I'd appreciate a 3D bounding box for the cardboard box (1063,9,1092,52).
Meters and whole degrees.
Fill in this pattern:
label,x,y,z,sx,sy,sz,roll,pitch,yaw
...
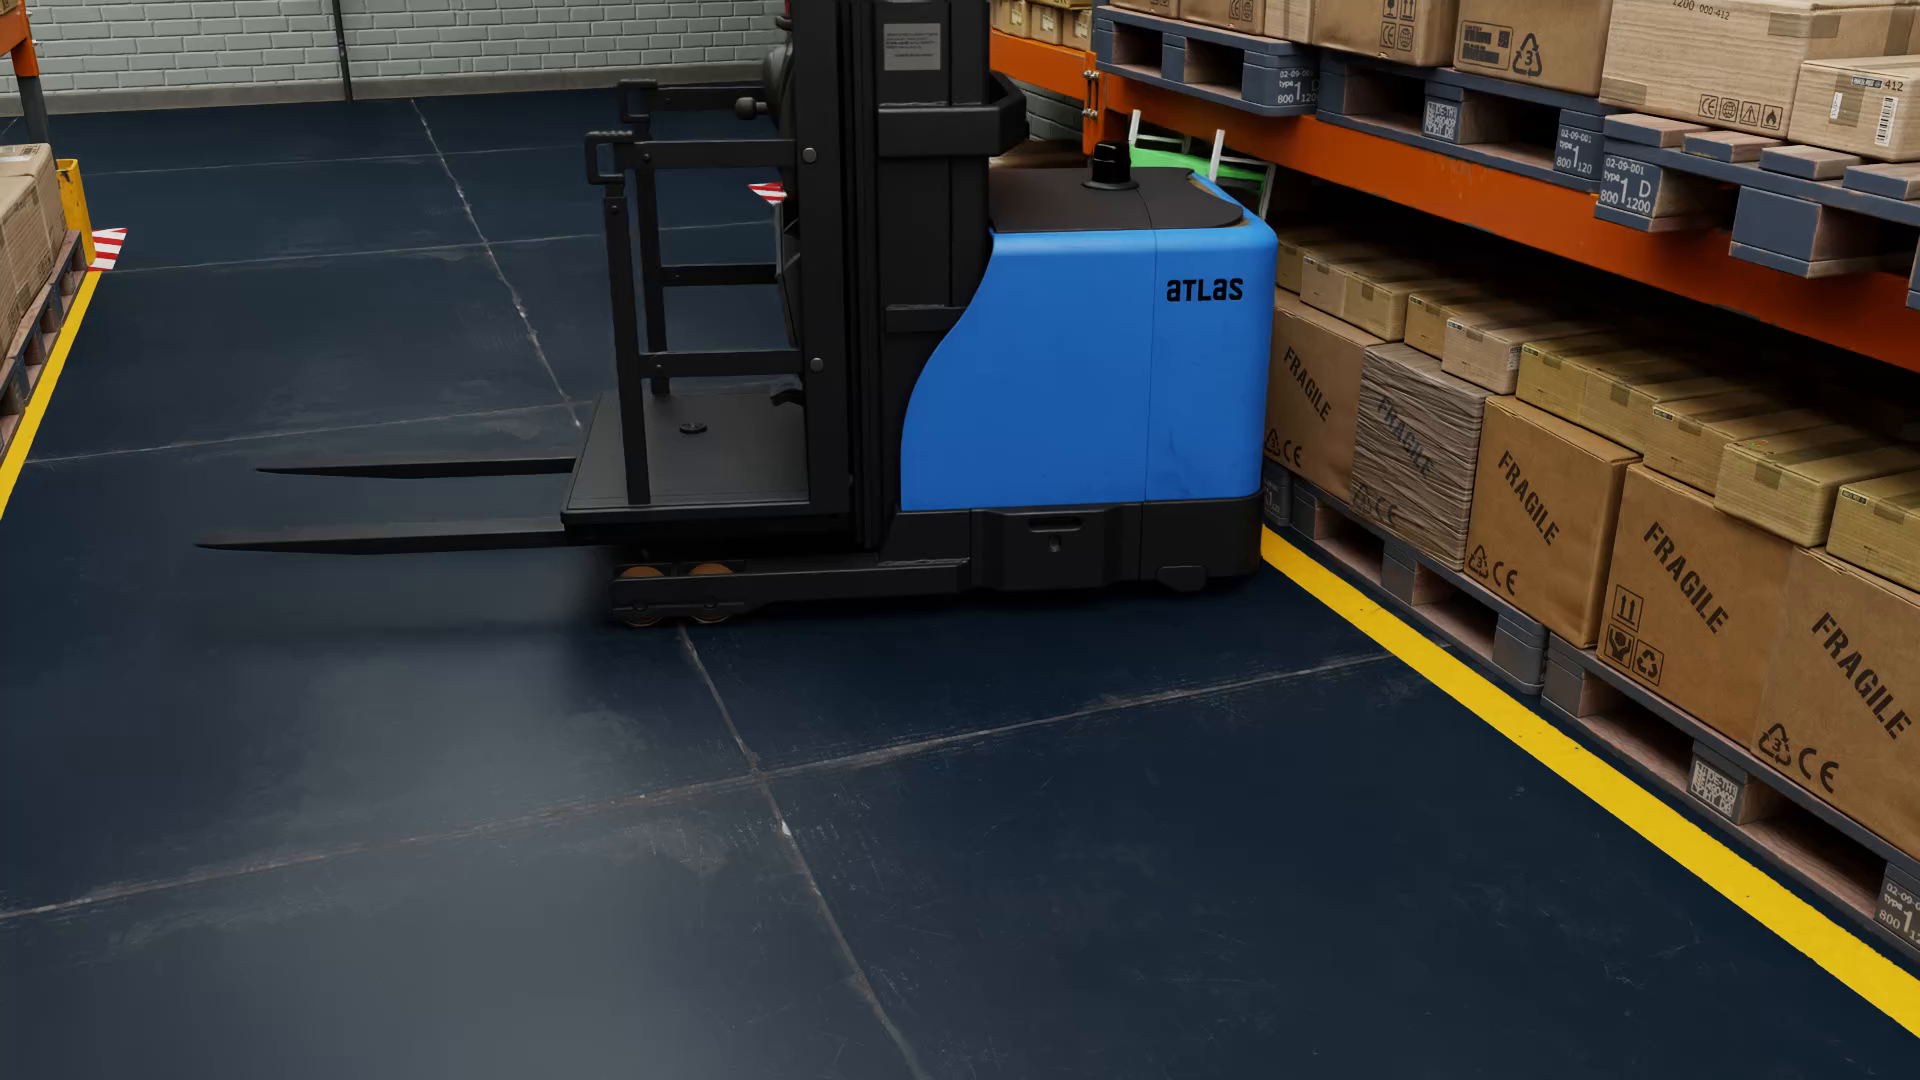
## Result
label,x,y,z,sx,sy,sz,roll,pitch,yaw
cardboard box,0.616,-1.961,6.364,0.380,0.149,0.250,-8,24,-18

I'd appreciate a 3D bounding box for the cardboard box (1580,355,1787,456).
label,x,y,z,sx,sy,sz,roll,pitch,yaw
cardboard box,1.739,-0.326,4.004,0.380,0.149,0.250,-8,24,-17

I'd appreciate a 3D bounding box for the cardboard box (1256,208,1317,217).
label,x,y,z,sx,sy,sz,roll,pitch,yaw
cardboard box,1.013,-1.079,5.791,0.380,0.149,0.250,-9,24,-20

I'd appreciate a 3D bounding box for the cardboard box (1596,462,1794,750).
label,x,y,z,sx,sy,sz,roll,pitch,yaw
cardboard box,1.861,0.109,3.807,0.500,0.500,0.500,-9,24,-20

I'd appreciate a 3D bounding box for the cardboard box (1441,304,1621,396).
label,x,y,z,sx,sy,sz,roll,pitch,yaw
cardboard box,1.525,-0.513,4.448,0.380,0.149,0.250,-10,25,-22

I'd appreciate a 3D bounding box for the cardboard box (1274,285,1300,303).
label,x,y,z,sx,sy,sz,roll,pitch,yaw
cardboard box,1.123,-0.638,5.580,0.500,0.500,0.500,-9,24,-20

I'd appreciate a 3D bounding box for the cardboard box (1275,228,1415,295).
label,x,y,z,sx,sy,sz,roll,pitch,yaw
cardboard box,1.224,-0.890,5.341,0.380,0.149,0.250,-9,24,-20

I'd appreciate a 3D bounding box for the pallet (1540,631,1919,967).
label,x,y,z,sx,sy,sz,roll,pitch,yaw
pallet,2.150,0.466,3.872,1.003,0.211,1.213,-8,24,-19

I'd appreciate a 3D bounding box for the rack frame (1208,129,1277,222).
label,x,y,z,sx,sy,sz,roll,pitch,yaw
rack frame,0.810,-0.696,5.340,0.240,1.200,0.015,-1,20,-28

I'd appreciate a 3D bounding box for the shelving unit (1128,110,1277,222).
label,x,y,z,sx,sy,sz,roll,pitch,yaw
shelving unit,0.703,-0.779,5.543,0.258,1.200,0.503,-1,20,-28

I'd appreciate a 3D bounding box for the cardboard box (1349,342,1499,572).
label,x,y,z,sx,sy,sz,roll,pitch,yaw
cardboard box,1.472,-0.267,4.699,0.500,0.500,0.500,-9,25,-21

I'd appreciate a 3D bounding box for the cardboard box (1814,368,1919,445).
label,x,y,z,sx,sy,sz,roll,pitch,yaw
cardboard box,2.254,-0.294,3.929,0.380,0.149,0.250,-8,24,-18

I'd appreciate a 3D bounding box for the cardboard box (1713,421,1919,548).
label,x,y,z,sx,sy,sz,roll,pitch,yaw
cardboard box,1.841,-0.122,3.521,0.380,0.149,0.250,-10,25,-22

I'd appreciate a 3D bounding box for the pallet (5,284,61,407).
label,x,y,z,sx,sy,sz,roll,pitch,yaw
pallet,-4.307,-0.759,6.779,1.003,0.211,1.213,-8,24,-19

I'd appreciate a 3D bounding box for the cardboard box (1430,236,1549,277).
label,x,y,z,sx,sy,sz,roll,pitch,yaw
cardboard box,1.719,-0.863,5.278,0.380,0.149,0.250,-8,24,-18

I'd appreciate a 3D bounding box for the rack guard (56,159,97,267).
label,x,y,z,sx,sy,sz,roll,pitch,yaw
rack guard,-5.099,-1.623,8.458,1.175,0.500,0.348,-8,24,-19

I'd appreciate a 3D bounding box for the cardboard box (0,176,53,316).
label,x,y,z,sx,sy,sz,roll,pitch,yaw
cardboard box,-4.432,-1.222,7.045,0.875,0.438,0.875,-8,24,-18

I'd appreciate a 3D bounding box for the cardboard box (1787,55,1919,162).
label,x,y,z,sx,sy,sz,roll,pitch,yaw
cardboard box,1.787,-0.806,3.083,0.380,0.149,0.250,-8,24,-18

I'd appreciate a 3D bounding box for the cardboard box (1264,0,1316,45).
label,x,y,z,sx,sy,sz,roll,pitch,yaw
cardboard box,1.097,-1.570,4.744,0.396,0.266,0.258,-7,24,-16

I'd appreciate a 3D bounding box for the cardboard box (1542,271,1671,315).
label,x,y,z,sx,sy,sz,roll,pitch,yaw
cardboard box,1.923,-0.681,4.847,0.380,0.149,0.250,-9,25,-21

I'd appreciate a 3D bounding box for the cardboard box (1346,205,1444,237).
label,x,y,z,sx,sy,sz,roll,pitch,yaw
cardboard box,1.557,-1.060,5.745,0.380,0.149,0.250,-8,24,-18

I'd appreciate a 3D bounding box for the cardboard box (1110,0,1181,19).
label,x,y,z,sx,sy,sz,roll,pitch,yaw
cardboard box,0.927,-2.029,5.532,0.700,0.500,0.500,-8,24,-18

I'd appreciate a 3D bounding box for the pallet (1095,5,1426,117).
label,x,y,z,sx,sy,sz,roll,pitch,yaw
pallet,1.145,-1.602,5.435,1.003,0.211,1.213,-8,24,-19

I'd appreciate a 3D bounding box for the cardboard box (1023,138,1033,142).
label,x,y,z,sx,sy,sz,roll,pitch,yaw
cardboard box,0.038,-1.734,8.179,0.500,0.500,0.500,-8,24,-18

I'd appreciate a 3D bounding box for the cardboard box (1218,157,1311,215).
label,x,y,z,sx,sy,sz,roll,pitch,yaw
cardboard box,0.980,-1.218,5.738,0.380,0.149,0.250,-10,25,-22

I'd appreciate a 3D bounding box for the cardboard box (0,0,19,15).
label,x,y,z,sx,sy,sz,roll,pitch,yaw
cardboard box,-4.672,-2.674,7.603,0.500,0.500,0.500,-8,24,-19

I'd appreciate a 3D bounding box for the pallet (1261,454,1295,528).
label,x,y,z,sx,sy,sz,roll,pitch,yaw
pallet,1.288,-0.420,5.975,1.003,0.211,1.213,-8,24,-19

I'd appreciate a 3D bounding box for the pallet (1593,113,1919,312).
label,x,y,z,sx,sy,sz,roll,pitch,yaw
pallet,2.073,-0.690,3.273,1.213,0.211,1.003,-8,24,-19

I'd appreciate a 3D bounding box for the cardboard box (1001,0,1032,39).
label,x,y,z,sx,sy,sz,roll,pitch,yaw
cardboard box,0.390,-2.144,6.797,0.380,0.149,0.250,-8,24,-18

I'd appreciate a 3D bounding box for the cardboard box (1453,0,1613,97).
label,x,y,z,sx,sy,sz,roll,pitch,yaw
cardboard box,1.629,-1.351,3.919,0.797,0.503,0.637,-9,24,-20

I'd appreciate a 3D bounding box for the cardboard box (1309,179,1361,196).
label,x,y,z,sx,sy,sz,roll,pitch,yaw
cardboard box,1.365,-1.242,6.177,0.380,0.149,0.250,-9,25,-21

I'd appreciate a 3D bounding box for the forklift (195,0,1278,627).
label,x,y,z,sx,sy,sz,roll,pitch,yaw
forklift,-0.669,-1.323,4.615,3.031,2.935,1.130,-2,23,-6

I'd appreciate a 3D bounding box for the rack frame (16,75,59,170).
label,x,y,z,sx,sy,sz,roll,pitch,yaw
rack frame,-5.090,-2.766,7.952,1.000,3.000,0.127,-8,24,-19

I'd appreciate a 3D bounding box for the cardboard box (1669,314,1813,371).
label,x,y,z,sx,sy,sz,roll,pitch,yaw
cardboard box,2.107,-0.494,4.403,0.380,0.149,0.250,-9,24,-20

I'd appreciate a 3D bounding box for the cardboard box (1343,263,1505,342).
label,x,y,z,sx,sy,sz,roll,pitch,yaw
cardboard box,1.363,-0.703,4.899,0.380,0.149,0.250,-7,24,-17

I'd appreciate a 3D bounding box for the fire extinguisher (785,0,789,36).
label,x,y,z,sx,sy,sz,roll,pitch,yaw
fire extinguisher,-0.932,-3.231,9.635,0.296,0.674,0.183,-8,24,-19

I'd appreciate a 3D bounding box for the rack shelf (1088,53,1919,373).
label,x,y,z,sx,sy,sz,roll,pitch,yaw
rack shelf,1.672,-0.937,4.538,1.077,0.370,4.000,-8,24,-19
